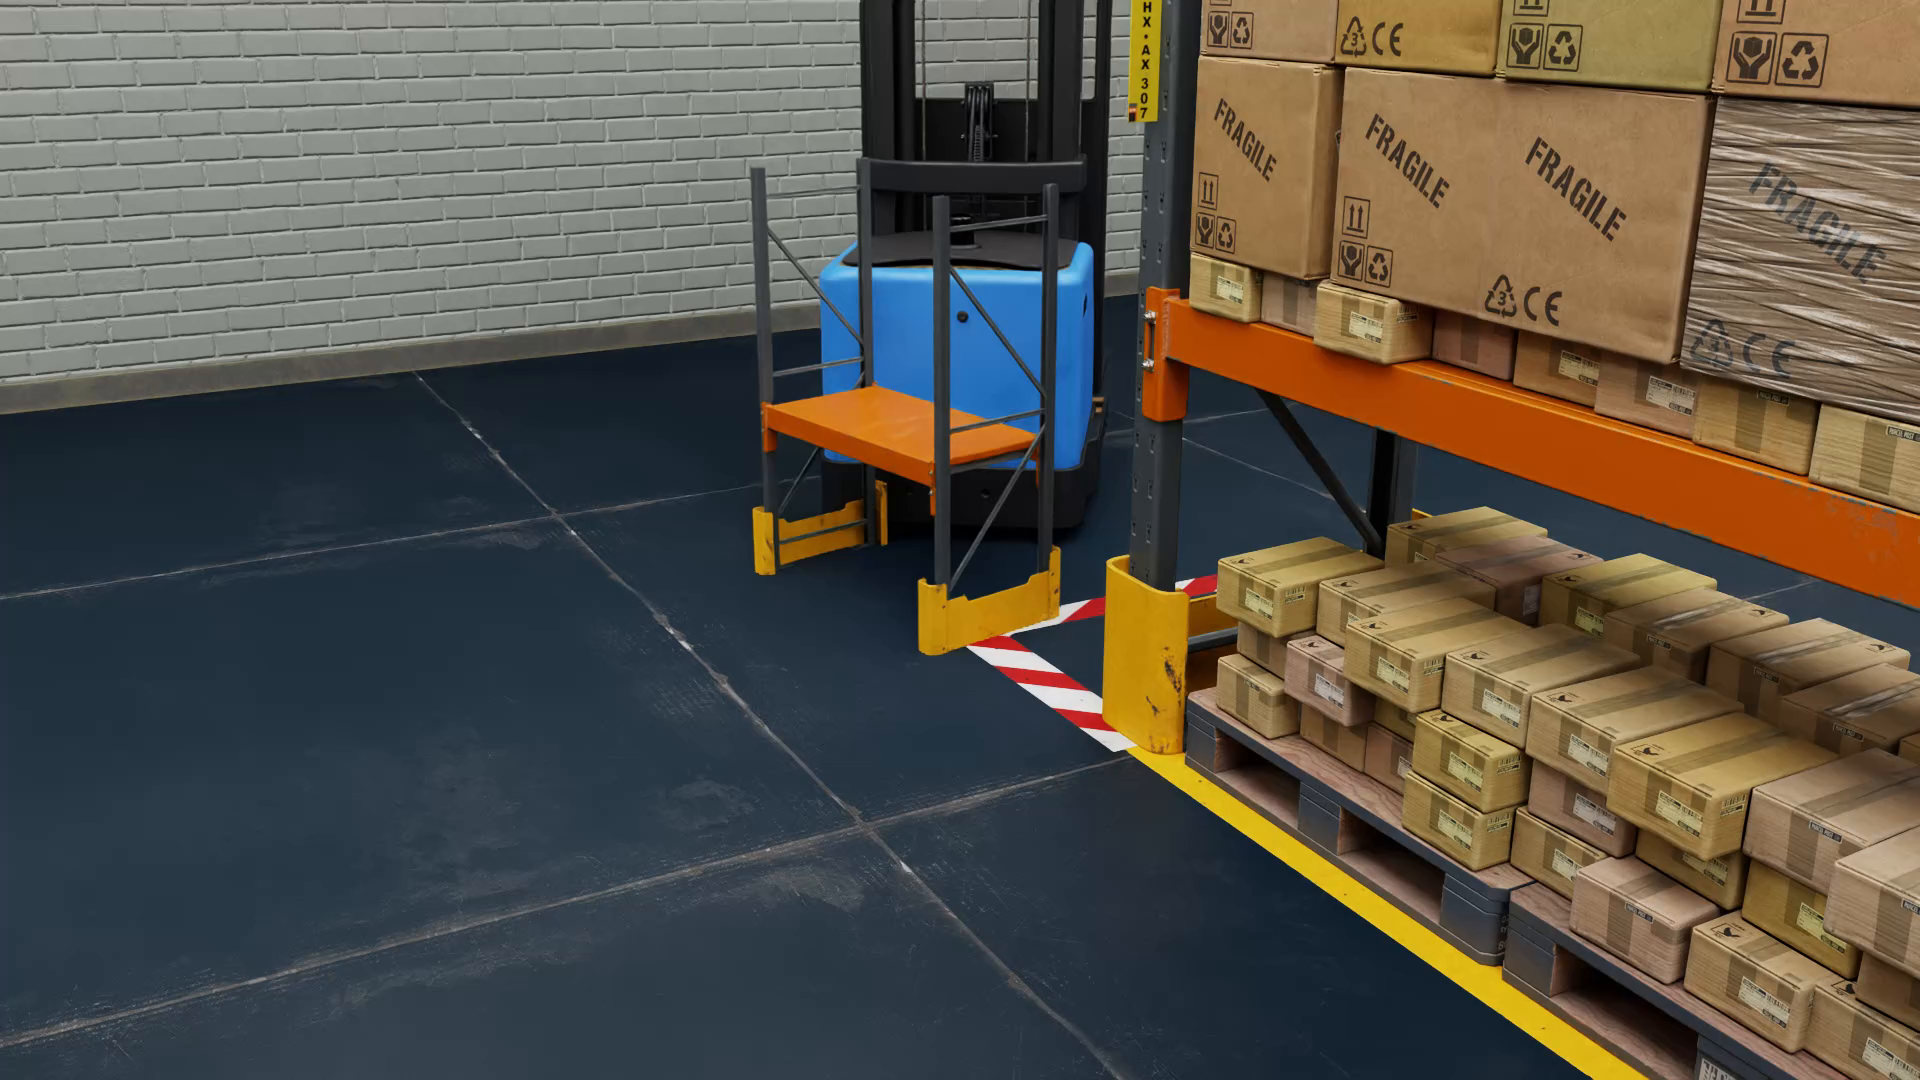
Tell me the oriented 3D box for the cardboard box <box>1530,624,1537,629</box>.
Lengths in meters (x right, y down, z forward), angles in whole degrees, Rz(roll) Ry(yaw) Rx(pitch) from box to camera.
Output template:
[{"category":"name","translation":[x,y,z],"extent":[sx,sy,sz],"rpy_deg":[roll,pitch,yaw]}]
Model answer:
[{"category":"cardboard box","translation":[1.547,0.252,4.575],"extent":[0.380,0.149,0.250],"rpy_deg":[-11,22,-28]}]

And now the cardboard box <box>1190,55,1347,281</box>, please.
[{"category":"cardboard box","translation":[0.939,-0.964,4.217],"extent":[0.500,0.500,0.500],"rpy_deg":[-9,21,-24]}]

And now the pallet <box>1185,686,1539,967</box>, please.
[{"category":"pallet","translation":[1.359,0.631,4.479],"extent":[1.003,0.211,1.213],"rpy_deg":[-10,21,-27]}]

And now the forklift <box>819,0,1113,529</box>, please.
[{"category":"forklift","translation":[0.142,-1.868,7.552],"extent":[1.130,2.935,3.031],"rpy_deg":[2,19,7]}]

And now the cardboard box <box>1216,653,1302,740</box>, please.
[{"category":"cardboard box","translation":[0.936,0.401,4.596],"extent":[0.380,0.149,0.250],"rpy_deg":[-10,21,-26]}]

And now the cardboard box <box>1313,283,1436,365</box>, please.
[{"category":"cardboard box","translation":[1.072,-0.533,3.963],"extent":[0.380,0.149,0.250],"rpy_deg":[-11,22,-28]}]

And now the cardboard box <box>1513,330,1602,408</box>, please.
[{"category":"cardboard box","translation":[1.423,-0.398,3.572],"extent":[0.380,0.149,0.250],"rpy_deg":[-10,22,-27]}]

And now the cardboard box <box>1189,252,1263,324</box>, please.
[{"category":"cardboard box","translation":[0.834,-0.685,4.404],"extent":[0.380,0.149,0.250],"rpy_deg":[-10,21,-27]}]

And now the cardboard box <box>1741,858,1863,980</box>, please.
[{"category":"cardboard box","translation":[1.787,0.697,3.282],"extent":[0.380,0.149,0.250],"rpy_deg":[-9,21,-24]}]

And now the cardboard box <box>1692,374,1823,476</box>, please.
[{"category":"cardboard box","translation":[1.619,-0.245,3.129],"extent":[0.380,0.149,0.250],"rpy_deg":[-9,21,-25]}]

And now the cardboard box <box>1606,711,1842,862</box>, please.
[{"category":"cardboard box","translation":[1.561,0.498,3.404],"extent":[0.380,0.149,0.250],"rpy_deg":[-10,21,-26]}]

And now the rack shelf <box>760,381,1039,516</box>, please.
[{"category":"rack shelf","translation":[-0.206,-0.343,5.878],"extent":[0.538,0.185,1.000],"rpy_deg":[-15,24,-37]}]

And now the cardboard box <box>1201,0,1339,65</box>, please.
[{"category":"cardboard box","translation":[0.948,-1.438,4.059],"extent":[0.500,0.500,0.500],"rpy_deg":[-10,21,-27]}]

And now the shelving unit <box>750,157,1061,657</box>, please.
[{"category":"shelving unit","translation":[-0.212,-0.516,5.826],"extent":[0.587,1.500,1.083],"rpy_deg":[-15,24,-37]}]

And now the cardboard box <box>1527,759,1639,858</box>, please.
[{"category":"cardboard box","translation":[1.502,0.547,3.719],"extent":[0.380,0.149,0.250],"rpy_deg":[-11,22,-29]}]

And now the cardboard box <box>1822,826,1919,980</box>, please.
[{"category":"cardboard box","translation":[1.786,0.644,2.982],"extent":[0.380,0.149,0.250],"rpy_deg":[-11,22,-29]}]

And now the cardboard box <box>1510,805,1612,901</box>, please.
[{"category":"cardboard box","translation":[1.486,0.683,3.780],"extent":[0.380,0.149,0.250],"rpy_deg":[-10,21,-27]}]

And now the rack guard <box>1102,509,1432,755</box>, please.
[{"category":"rack guard","translation":[1.005,0.256,5.124],"extent":[1.175,0.500,0.348],"rpy_deg":[-10,21,-27]}]

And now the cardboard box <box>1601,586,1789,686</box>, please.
[{"category":"cardboard box","translation":[1.814,0.253,4.115],"extent":[0.380,0.149,0.250],"rpy_deg":[-11,22,-29]}]

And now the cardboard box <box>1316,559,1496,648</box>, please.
[{"category":"cardboard box","translation":[1.155,0.184,4.315],"extent":[0.380,0.149,0.250],"rpy_deg":[-10,21,-26]}]

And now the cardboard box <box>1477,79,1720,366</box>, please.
[{"category":"cardboard box","translation":[1.437,-0.672,3.370],"extent":[0.500,0.500,0.500],"rpy_deg":[-10,21,-26]}]

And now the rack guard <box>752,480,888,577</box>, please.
[{"category":"rack guard","translation":[-0.530,-0.050,6.392],"extent":[0.587,0.250,0.087],"rpy_deg":[-15,24,-37]}]

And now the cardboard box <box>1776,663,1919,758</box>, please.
[{"category":"cardboard box","translation":[2.018,0.414,3.647],"extent":[0.380,0.149,0.250],"rpy_deg":[-11,22,-28]}]

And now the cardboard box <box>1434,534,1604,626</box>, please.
[{"category":"cardboard box","translation":[1.512,0.114,4.517],"extent":[0.380,0.149,0.250],"rpy_deg":[-10,21,-26]}]

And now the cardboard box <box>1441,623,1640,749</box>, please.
[{"category":"cardboard box","translation":[1.353,0.334,3.879],"extent":[0.380,0.149,0.250],"rpy_deg":[-11,22,-29]}]

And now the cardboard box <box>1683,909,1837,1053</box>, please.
[{"category":"cardboard box","translation":[1.682,0.843,3.315],"extent":[0.380,0.149,0.250],"rpy_deg":[-10,21,-27]}]

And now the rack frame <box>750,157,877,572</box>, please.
[{"category":"rack frame","translation":[-0.531,-0.641,6.190],"extent":[0.500,1.500,0.032],"rpy_deg":[-15,24,-37]}]

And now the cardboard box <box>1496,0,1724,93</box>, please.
[{"category":"cardboard box","translation":[1.421,-1.142,3.199],"extent":[0.500,0.500,0.500],"rpy_deg":[-11,22,-28]}]

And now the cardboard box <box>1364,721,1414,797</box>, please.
[{"category":"cardboard box","translation":[1.256,0.534,4.212],"extent":[0.380,0.149,0.250],"rpy_deg":[-10,21,-26]}]

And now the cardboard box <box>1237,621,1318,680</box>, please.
[{"category":"cardboard box","translation":[0.991,0.251,4.576],"extent":[0.380,0.149,0.250],"rpy_deg":[-9,21,-24]}]

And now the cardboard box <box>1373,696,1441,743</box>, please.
[{"category":"cardboard box","translation":[1.266,0.395,4.159],"extent":[0.380,0.149,0.250],"rpy_deg":[-10,21,-26]}]

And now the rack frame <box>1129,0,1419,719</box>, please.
[{"category":"rack frame","translation":[0.968,-0.948,4.779],"extent":[1.000,3.000,0.127],"rpy_deg":[-10,21,-27]}]
